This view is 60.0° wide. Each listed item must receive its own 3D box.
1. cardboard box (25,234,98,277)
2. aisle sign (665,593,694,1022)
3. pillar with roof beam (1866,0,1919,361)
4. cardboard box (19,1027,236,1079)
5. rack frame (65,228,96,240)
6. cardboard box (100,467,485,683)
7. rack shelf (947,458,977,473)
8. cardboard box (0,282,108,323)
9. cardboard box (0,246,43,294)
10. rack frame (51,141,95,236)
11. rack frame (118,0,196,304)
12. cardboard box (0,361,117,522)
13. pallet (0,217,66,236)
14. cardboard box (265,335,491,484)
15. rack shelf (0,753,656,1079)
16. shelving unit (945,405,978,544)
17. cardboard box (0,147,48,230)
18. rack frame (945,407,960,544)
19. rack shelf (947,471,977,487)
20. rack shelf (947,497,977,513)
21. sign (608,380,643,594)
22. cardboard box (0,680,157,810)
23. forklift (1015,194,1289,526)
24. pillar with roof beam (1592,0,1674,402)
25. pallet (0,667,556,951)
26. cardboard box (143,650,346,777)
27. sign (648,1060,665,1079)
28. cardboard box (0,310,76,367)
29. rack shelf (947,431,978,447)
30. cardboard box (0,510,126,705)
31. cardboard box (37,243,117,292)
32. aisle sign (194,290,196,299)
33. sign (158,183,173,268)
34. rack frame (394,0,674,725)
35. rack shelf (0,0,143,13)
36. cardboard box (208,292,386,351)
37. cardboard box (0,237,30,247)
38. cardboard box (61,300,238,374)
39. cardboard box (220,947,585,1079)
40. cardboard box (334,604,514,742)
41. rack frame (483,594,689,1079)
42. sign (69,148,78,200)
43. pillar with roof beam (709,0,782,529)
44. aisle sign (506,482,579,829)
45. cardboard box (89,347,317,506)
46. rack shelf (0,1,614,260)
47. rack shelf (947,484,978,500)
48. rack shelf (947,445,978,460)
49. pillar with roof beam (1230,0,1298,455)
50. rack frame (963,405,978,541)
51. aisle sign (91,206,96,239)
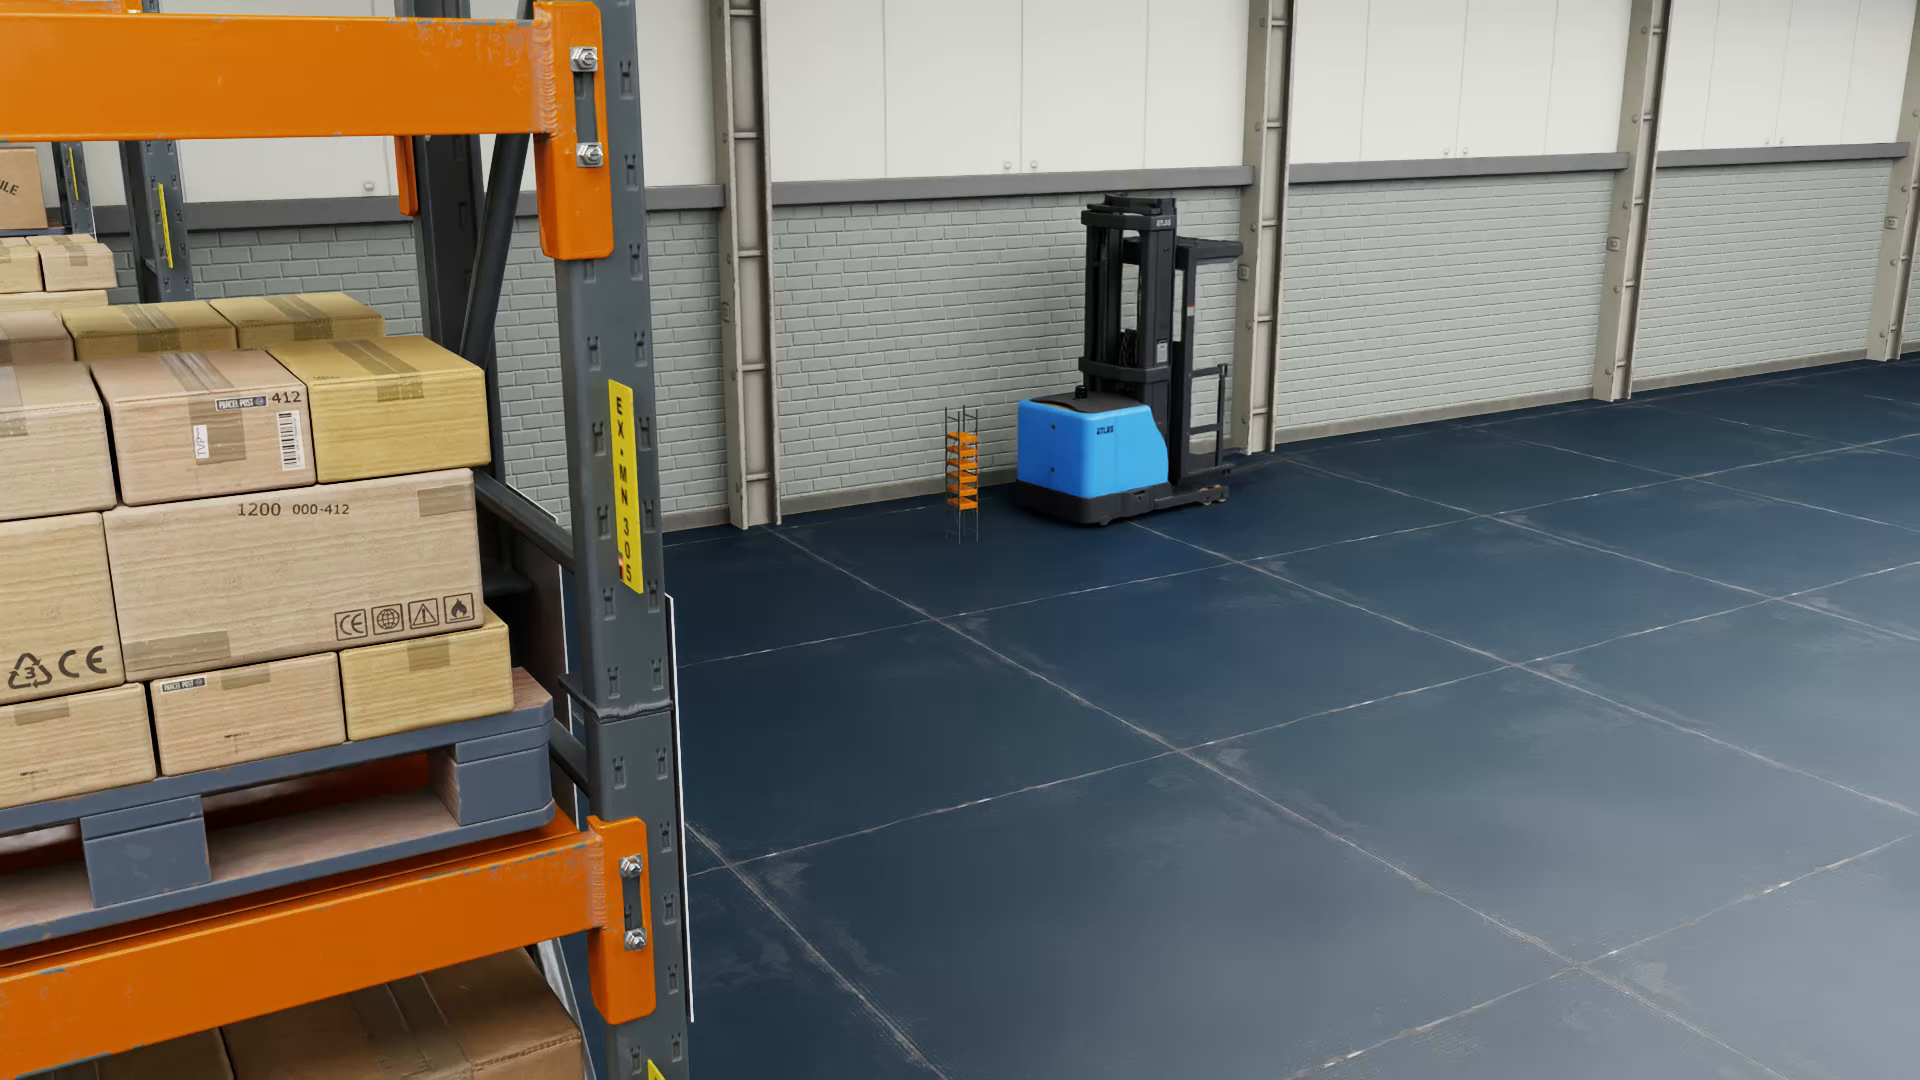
[{"bbox_3d":[-3.836,-1.214,7.115,0.250,0.149,0.380,-9,18,-30],"label":"cardboard box"},{"bbox_3d":[-0.575,0.430,3.003,0.004,0.787,0.394,-9,18,-30],"label":"aisle sign"},{"bbox_3d":[15.742,-5.998,19.634,0.400,9.000,9.100,-9,18,-30],"label":"pillar with roof beam"},{"bbox_3d":[-1.553,1.170,2.899,0.550,0.550,0.875,-9,18,-30],"label":"cardboard box"},{"bbox_3d":[-5.986,-0.657,11.697,0.127,3.000,1.000,-9,18,-30],"label":"rack frame"},{"bbox_3d":[-1.066,-0.011,2.598,0.500,0.250,0.500,-9,18,-29],"label":"cardboard box"},{"bbox_3d":[0.012,-0.653,14.735,0.180,0.103,0.258,-9,18,-30],"label":"rack shelf"},{"bbox_3d":[-3.726,-0.891,6.701,0.500,0.250,0.500,-9,18,-30],"label":"cardboard box"},{"bbox_3d":[-3.805,-1.074,6.616,0.250,0.149,0.380,-9,18,-29],"label":"cardboard box"},{"bbox_3d":[-5.986,-3.546,10.887,0.127,3.000,1.000,-9,18,-30],"label":"rack frame"},{"bbox_3d":[-3.427,-2.398,6.792,0.127,3.000,1.000,-9,18,-30],"label":"rack frame"},{"bbox_3d":[-1.339,-0.140,2.321,0.250,0.149,0.380,-9,18,-29],"label":"cardboard box"},{"bbox_3d":[-6.606,-1.967,10.975,1.213,0.211,1.003,-9,18,-30],"label":"pallet"},{"bbox_3d":[-0.905,-0.210,2.570,0.250,0.149,0.380,-9,18,-29],"label":"cardboard box"},{"bbox_3d":[-2.505,0.802,2.267,4.000,0.370,1.077,-9,18,-30],"label":"rack shelf"},{"bbox_3d":[0.012,-0.580,14.755,0.189,1.200,0.258,-9,18,-30],"label":"shelving unit"},{"bbox_3d":[-6.240,-2.282,10.788,0.500,0.500,0.500,-9,18,-28],"label":"cardboard box"},{"bbox_3d":[-0.066,-0.567,14.710,0.006,1.200,0.240,-9,18,-30],"label":"rack frame"},{"bbox_3d":[0.012,-0.537,14.767,0.180,0.103,0.258,-9,18,-30],"label":"rack shelf"},{"bbox_3d":[0.012,-0.306,14.832,0.180,0.103,0.258,-9,18,-30],"label":"rack shelf"},{"bbox_3d":[-0.523,-0.083,2.598,0.005,0.325,0.100,-9,18,-30],"label":"sign"},{"bbox_3d":[-1.337,0.244,2.428,0.250,0.149,0.380,-9,18,-29],"label":"cardboard box"},{"bbox_3d":[1.995,-1.845,16.063,3.031,2.935,1.130,-12,20,-37],"label":"forklift"},{"bbox_3d":[10.599,-5.164,16.658,0.400,9.000,9.100,-9,18,-30],"label":"pillar with roof beam"},{"bbox_3d":[-1.421,0.326,2.797,1.213,0.211,1.003,-9,18,-30],"label":"pallet"},{"bbox_3d":[-1.118,0.208,2.556,0.250,0.149,0.380,-9,18,-29],"label":"cardboard box"},{"bbox_3d":[-0.523,1.078,2.923,0.005,0.325,0.100,-9,18,-30],"label":"sign"},{"bbox_3d":[-1.675,-0.293,2.864,0.250,0.149,0.380,-9,18,-30],"label":"cardboard box"},{"bbox_3d":[0.012,-0.884,14.670,0.180,0.103,0.258,-9,18,-30],"label":"rack shelf"},{"bbox_3d":[-1.496,0.058,2.350,0.500,0.250,0.500,-9,18,-30],"label":"cardboard box"},{"bbox_3d":[-3.564,-1.101,6.712,0.250,0.149,0.380,-9,18,-29],"label":"cardboard box"},{"bbox_3d":[-3.224,-0.702,7.042,0.004,0.787,0.394,-9,18,-30],"label":"aisle sign"},{"bbox_3d":[-3.158,-1.249,6.609,0.005,0.325,0.100,-9,18,-30],"label":"sign"},{"bbox_3d":[-0.791,-1.267,2.756,0.127,3.000,1.000,-9,18,-30],"label":"rack frame"},{"bbox_3d":[-5.141,-1.772,5.898,4.000,0.370,1.077,-9,18,-30],"label":"rack shelf"},{"bbox_3d":[-1.241,-0.363,3.115,0.250,0.149,0.380,-9,18,-29],"label":"cardboard box"},{"bbox_3d":[-4.044,-1.176,6.977,0.250,0.149,0.380,-9,18,-30],"label":"cardboard box"},{"bbox_3d":[-1.456,-0.328,2.991,0.250,0.149,0.380,-9,18,-29],"label":"cardboard box"},{"bbox_3d":[-1.129,1.072,3.248,0.550,0.550,0.875,-9,18,-30],"label":"cardboard box"},{"bbox_3d":[-0.901,0.173,2.680,0.250,0.149,0.380,-9,18,-30],"label":"cardboard box"},{"bbox_3d":[-0.791,1.622,3.566,0.127,3.000,1.000,-9,18,-30],"label":"rack frame"},{"bbox_3d":[-5.719,-2.362,10.728,0.005,0.325,0.100,-9,18,-30],"label":"sign"},{"bbox_3d":[0.313,-3.496,10.708,0.400,9.000,9.100,-9,18,-30],"label":"pillar with roof beam"},{"bbox_3d":[-0.884,0.291,3.498,0.004,0.787,0.394,-9,18,-30],"label":"aisle sign"},{"bbox_3d":[-1.119,-0.176,2.448,0.250,0.149,0.380,-9,18,-29],"label":"cardboard box"},{"bbox_3d":[-2.505,-0.450,1.916,4.000,0.370,1.077,-9,18,-30],"label":"rack shelf"},{"bbox_3d":[0.012,-0.421,14.799,0.180,0.103,0.258,-9,18,-30],"label":"rack shelf"},{"bbox_3d":[0.012,-0.768,14.702,0.180,0.103,0.258,-9,18,-30],"label":"rack shelf"},{"bbox_3d":[5.456,-4.330,13.683,0.400,9.000,9.100,-9,18,-30],"label":"pillar with roof beam"},{"bbox_3d":[0.091,-0.592,14.800,0.006,1.200,0.240,-9,18,-30],"label":"rack frame"},{"bbox_3d":[-5.779,-1.850,11.136,0.004,0.787,0.394,-9,18,-30],"label":"aisle sign"}]
